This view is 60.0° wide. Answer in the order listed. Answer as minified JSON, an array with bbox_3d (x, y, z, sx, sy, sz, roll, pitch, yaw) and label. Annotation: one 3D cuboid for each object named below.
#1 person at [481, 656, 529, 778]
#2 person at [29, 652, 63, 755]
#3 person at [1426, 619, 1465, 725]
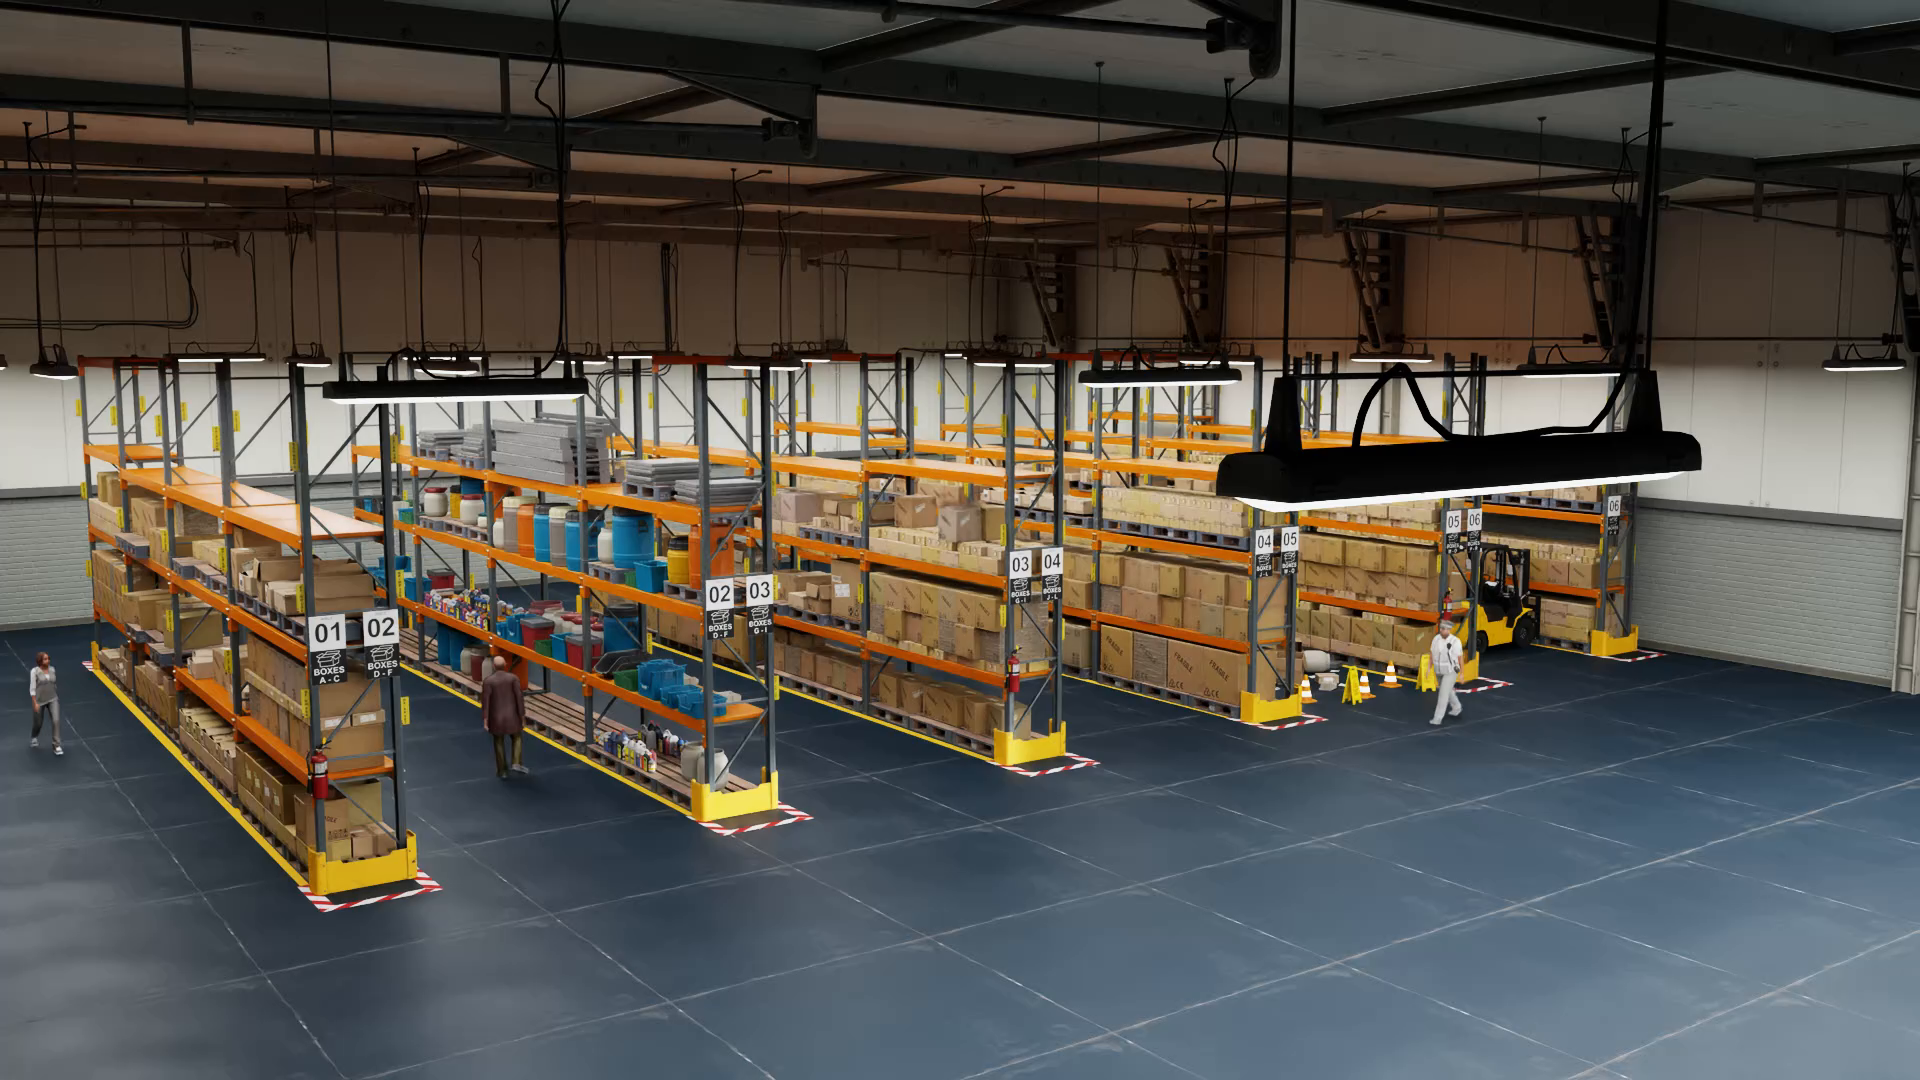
[{"bbox_3d":[-6.559,2.557,23.923,0.629,1.771,0.584,-2,7,-18],"label":"person"},{"bbox_3d":[-14.002,2.481,25.404,0.401,1.525,0.888,-7,10,-43],"label":"person"},{"bbox_3d":[8.018,2.148,27.453,1.070,1.715,0.578,-6,9,-39],"label":"person"}]
